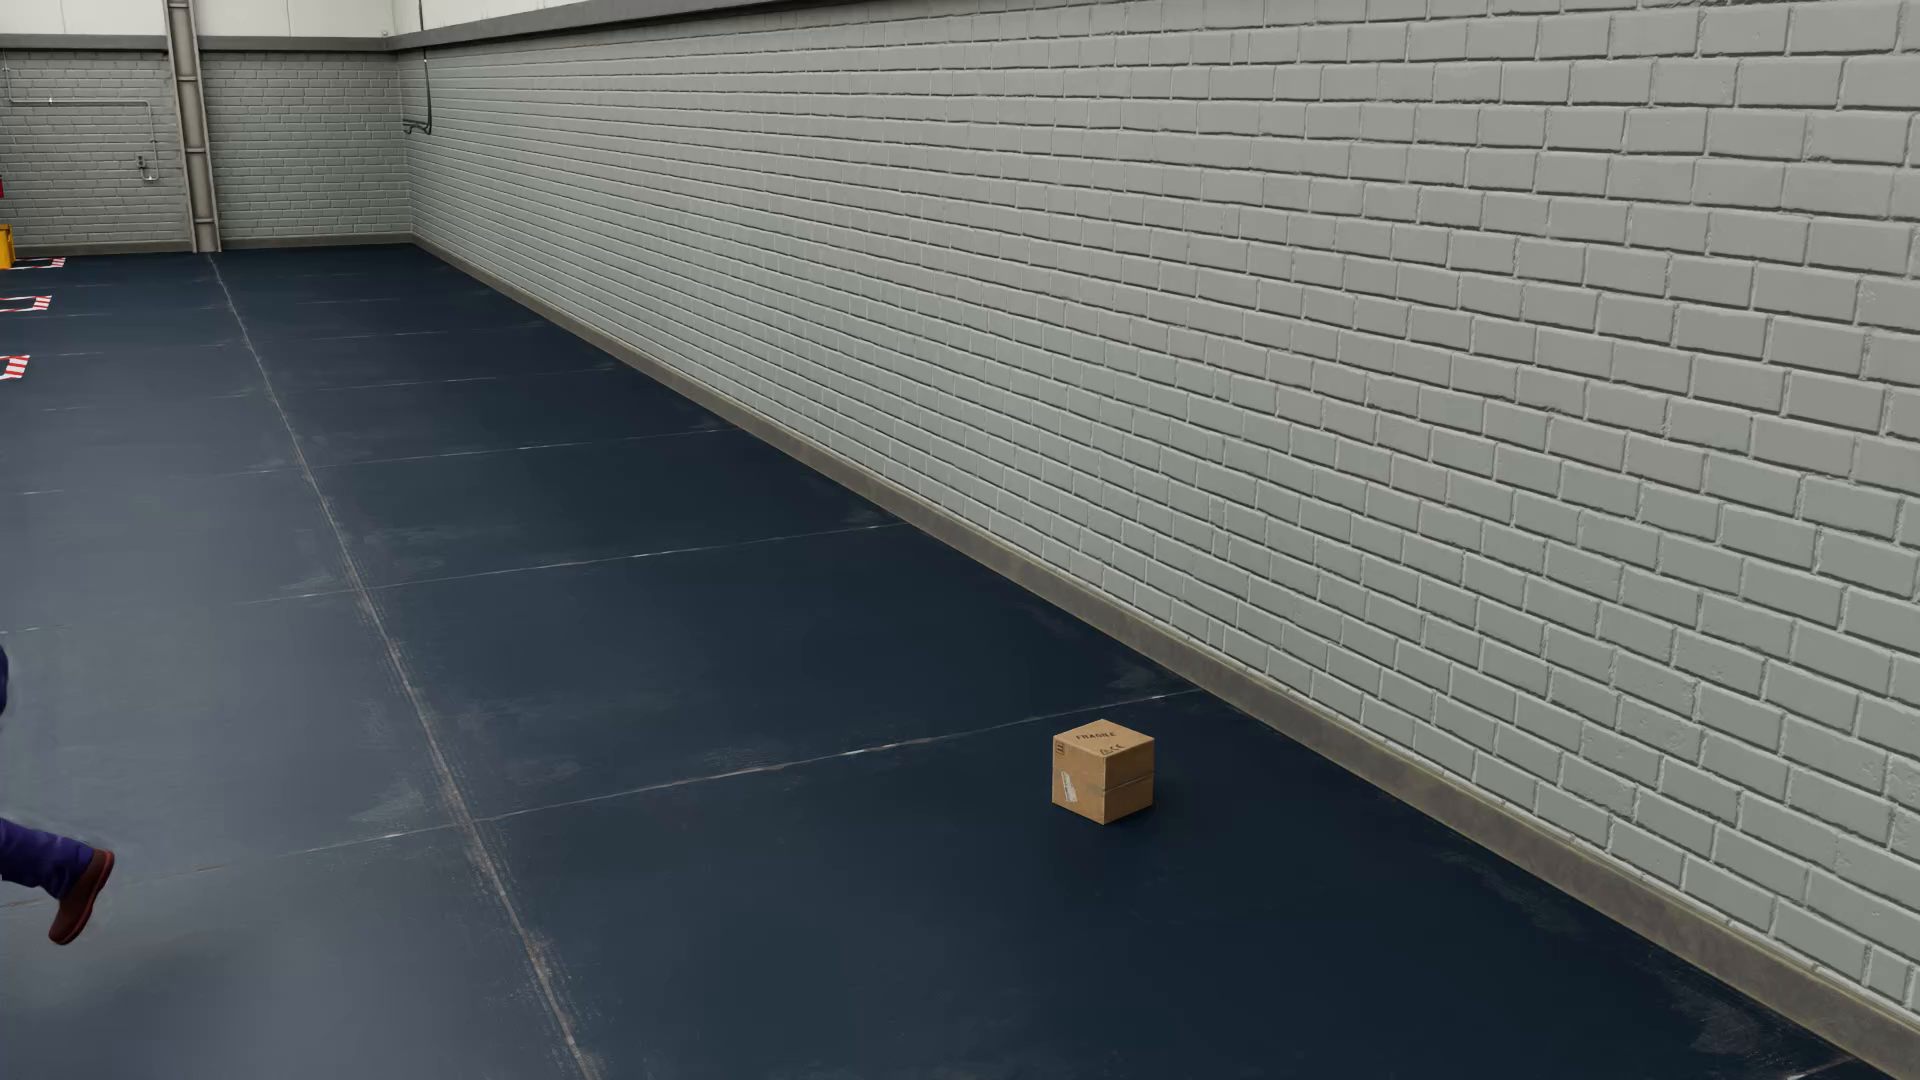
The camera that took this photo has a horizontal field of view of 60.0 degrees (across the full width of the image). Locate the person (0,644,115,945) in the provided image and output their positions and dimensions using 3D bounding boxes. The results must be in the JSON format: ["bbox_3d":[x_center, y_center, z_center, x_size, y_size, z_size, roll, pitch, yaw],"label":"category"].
[{"bbox_3d":[-2.742,0.409,4.523,0.626,1.616,0.480,-8,17,-26],"label":"person"}]
